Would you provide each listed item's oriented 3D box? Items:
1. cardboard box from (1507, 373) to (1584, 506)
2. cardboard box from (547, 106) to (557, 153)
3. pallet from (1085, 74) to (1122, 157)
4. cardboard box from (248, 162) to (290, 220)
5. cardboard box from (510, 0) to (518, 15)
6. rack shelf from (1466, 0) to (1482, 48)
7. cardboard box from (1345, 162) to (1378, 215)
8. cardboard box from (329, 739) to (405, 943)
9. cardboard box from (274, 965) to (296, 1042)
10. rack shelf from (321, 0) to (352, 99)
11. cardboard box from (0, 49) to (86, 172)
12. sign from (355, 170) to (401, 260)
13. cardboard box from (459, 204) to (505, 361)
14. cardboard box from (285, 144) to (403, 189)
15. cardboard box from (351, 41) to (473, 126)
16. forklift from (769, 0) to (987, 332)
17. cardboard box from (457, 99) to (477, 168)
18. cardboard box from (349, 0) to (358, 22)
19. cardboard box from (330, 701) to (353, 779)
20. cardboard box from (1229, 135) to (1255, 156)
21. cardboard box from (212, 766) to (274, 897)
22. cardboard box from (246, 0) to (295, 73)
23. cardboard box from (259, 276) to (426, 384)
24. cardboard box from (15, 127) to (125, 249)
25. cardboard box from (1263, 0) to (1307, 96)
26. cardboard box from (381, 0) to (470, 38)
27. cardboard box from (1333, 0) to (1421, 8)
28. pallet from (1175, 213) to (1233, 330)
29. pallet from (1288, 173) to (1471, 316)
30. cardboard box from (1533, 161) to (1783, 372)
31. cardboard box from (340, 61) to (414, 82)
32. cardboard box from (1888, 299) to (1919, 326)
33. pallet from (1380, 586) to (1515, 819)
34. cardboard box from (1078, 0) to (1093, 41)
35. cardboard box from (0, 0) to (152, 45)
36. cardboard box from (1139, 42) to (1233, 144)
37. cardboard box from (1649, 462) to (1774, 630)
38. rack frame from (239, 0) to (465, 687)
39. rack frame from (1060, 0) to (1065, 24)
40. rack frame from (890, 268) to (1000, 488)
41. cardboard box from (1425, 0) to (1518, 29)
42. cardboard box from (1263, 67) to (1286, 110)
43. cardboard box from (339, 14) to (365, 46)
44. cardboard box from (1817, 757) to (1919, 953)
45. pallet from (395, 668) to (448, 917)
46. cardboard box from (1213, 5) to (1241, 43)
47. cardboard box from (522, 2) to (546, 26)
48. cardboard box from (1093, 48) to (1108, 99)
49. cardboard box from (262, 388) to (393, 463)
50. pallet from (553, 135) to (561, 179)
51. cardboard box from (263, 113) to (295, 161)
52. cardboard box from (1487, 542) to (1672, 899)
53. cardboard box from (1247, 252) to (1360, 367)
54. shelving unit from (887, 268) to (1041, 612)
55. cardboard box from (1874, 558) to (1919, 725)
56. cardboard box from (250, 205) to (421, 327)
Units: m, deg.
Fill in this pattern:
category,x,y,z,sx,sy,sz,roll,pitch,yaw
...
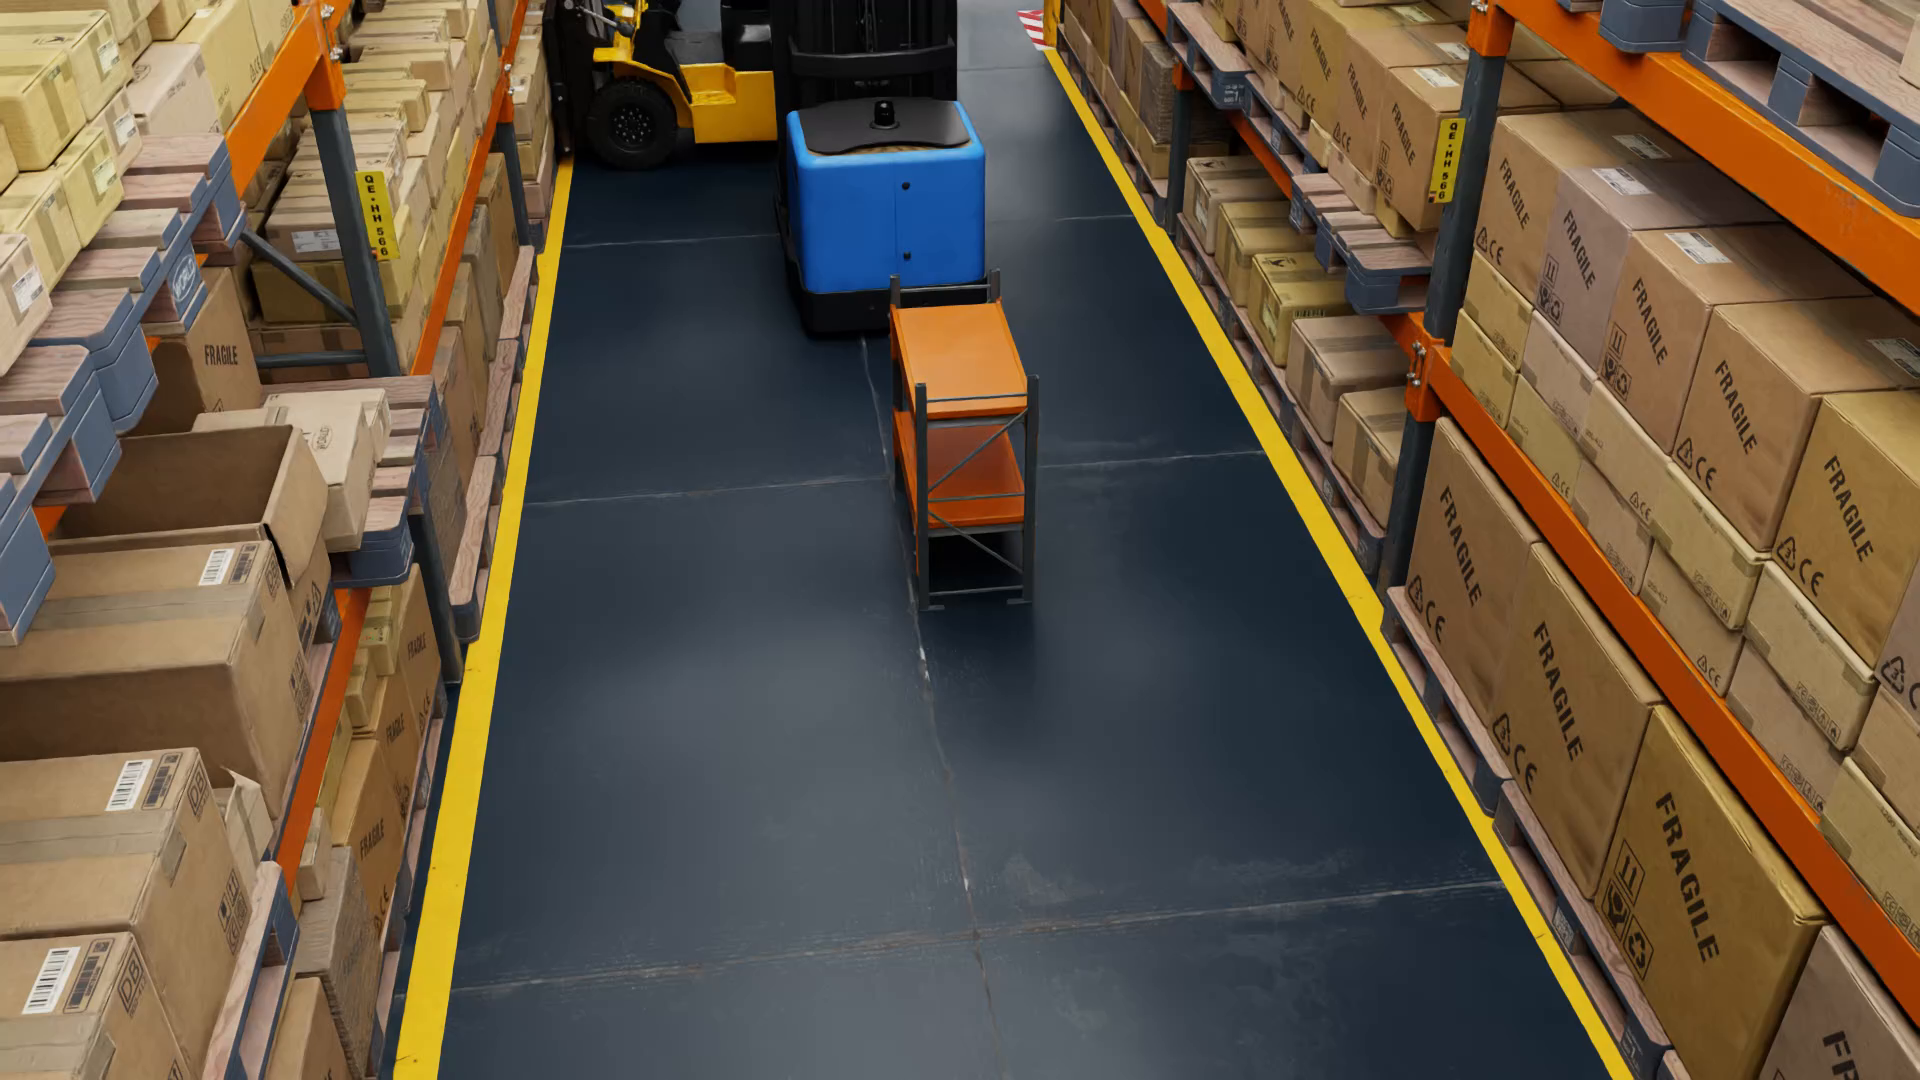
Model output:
category,x,y,z,sx,sy,sz,roll,pitch,yaw
cardboard box,2.258,-0.374,5.768,0.500,0.250,0.500,-5,35,-8
cardboard box,-3.006,-2.767,11.215,0.500,0.250,0.500,-4,34,-6
pallet,1.524,-3.147,12.181,1.003,0.211,1.213,-4,35,-6
cardboard box,-2.970,-1.294,6.675,0.500,0.250,0.500,-4,34,-6
cardboard box,-2.989,-3.465,10.082,0.500,0.500,0.500,-4,34,-6
rack shelf,2.086,-3.071,7.568,1.077,0.370,4.000,-4,35,-6
cardboard box,1.891,-1.529,7.180,0.380,0.149,0.250,-5,35,-7
cardboard box,-2.163,1.016,5.442,0.500,0.500,0.500,-3,34,-4
cardboard box,-2.048,1.244,4.531,0.380,0.149,0.250,-3,34,-5
rack shelf,-2.832,-2.693,7.014,1.077,0.370,4.000,-4,35,-6
cardboard box,-1.872,-0.790,3.079,0.380,0.149,0.250,-4,34,-6
sign,-2.027,-1.127,5.782,0.100,0.325,0.005,-4,35,-6
cardboard box,-2.923,-1.335,8.782,0.875,0.625,0.625,-5,35,-7
cardboard box,-2.411,-1.435,6.527,0.380,0.149,0.250,-3,34,-5
cardboard box,-2.643,-2.185,7.981,0.500,0.250,0.500,-4,34,-5
forklift,-0.601,-3.197,9.838,1.130,2.935,3.031,-5,35,-8
cardboard box,-2.665,-1.984,8.131,0.500,0.250,0.500,-4,34,-6
cardboard box,-3.250,-2.671,8.341,0.380,0.149,0.250,-4,35,-7
cardboard box,-2.196,0.664,5.383,0.380,0.149,0.250,-3,34,-5
cardboard box,2.005,-2.632,11.017,0.500,0.250,0.500,-6,35,-9
cardboard box,-1.832,0.675,3.842,0.396,0.266,0.258,-3,34,-4
cardboard box,-2.254,-1.544,4.822,0.500,0.250,0.500,-5,35,-8
cardboard box,-2.381,-0.839,6.451,0.500,0.250,0.500,-4,35,-6
cardboard box,-1.836,-0.662,3.156,0.380,0.149,0.250,-4,34,-5
cardboard box,1.796,-2.457,7.966,0.500,0.500,0.500,-6,35,-8
cardboard box,-2.635,-2.583,8.211,0.380,0.149,0.250,-5,35,-8
cardboard box,1.855,-2.510,7.468,0.380,0.149,0.250,-6,35,-9
pallet,1.923,-1.658,9.996,1.003,0.211,1.213,-4,35,-6
pallet,2.153,-1.323,7.198,1.213,0.211,1.003,-4,35,-6
cardboard box,2.255,-0.898,5.427,0.500,0.500,0.500,-4,35,-6
cardboard box,-2.629,-2.002,7.359,0.380,0.149,0.250,-4,35,-6
cardboard box,2.882,-0.352,4.627,0.500,0.500,0.500,-5,35,-7
pallet,2.386,0.585,6.704,1.003,0.211,1.213,-4,35,-6
cardboard box,1.192,-4.049,12.430,0.500,0.500,0.500,-6,35,-8
cardboard box,-2.049,-1.207,3.708,0.380,0.149,0.250,-4,35,-6
cardboard box,1.471,-2.902,10.748,0.500,0.500,0.500,-5,35,-7
cardboard box,2.357,-0.004,4.782,0.500,0.250,0.500,-4,34,-6
rack frame,-2.563,-0.635,6.018,1.000,3.000,0.127,-4,35,-6
rack frame,1.279,-5.477,13.123,1.000,3.000,0.127,-4,35,-6
rack frame,-0.067,-0.745,7.844,0.500,1.125,0.032,-4,35,-6
cardboard box,2.368,-2.205,7.597,0.500,0.500,0.500,-4,34,-6
cardboard box,1.726,-2.253,8.243,0.380,0.149,0.250,-3,34,-5
cardboard box,-3.230,-2.428,8.338,0.500,0.250,0.500,-5,35,-7
cardboard box,2.515,0.766,4.096,0.500,0.250,0.500,-5,35,-7
pallet,-2.500,0.937,6.188,1.003,0.211,1.213,-4,35,-6
cardboard box,1.603,-2.842,9.107,0.380,0.149,0.250,-4,34,-5
cardboard box,-3.055,-3.468,11.356,0.500,0.250,0.500,-5,35,-7
cardboard box,1.260,-3.454,12.224,0.500,0.250,0.500,-2,34,-3
cardboard box,-2.095,-0.367,5.475,0.380,0.149,0.250,-4,34,-5
pallet,-3.334,-2.844,11.736,1.003,0.211,1.213,-4,35,-6
cardboard box,-2.988,-1.680,6.888,0.380,0.149,0.250,-5,35,-7
cardboard box,2.481,0.581,5.747,0.875,0.875,0.875,-4,34,-6
cardboard box,2.085,-1.251,8.883,0.950,0.372,0.625,-3,34,-5
shelving unit,0.001,-0.461,7.428,0.538,1.125,1.048,-4,35,-6
cardboard box,2.507,0.246,3.748,0.500,0.500,0.500,-4,34,-5
cardboard box,-2.356,-1.047,6.313,0.500,0.250,0.500,-4,35,-6
